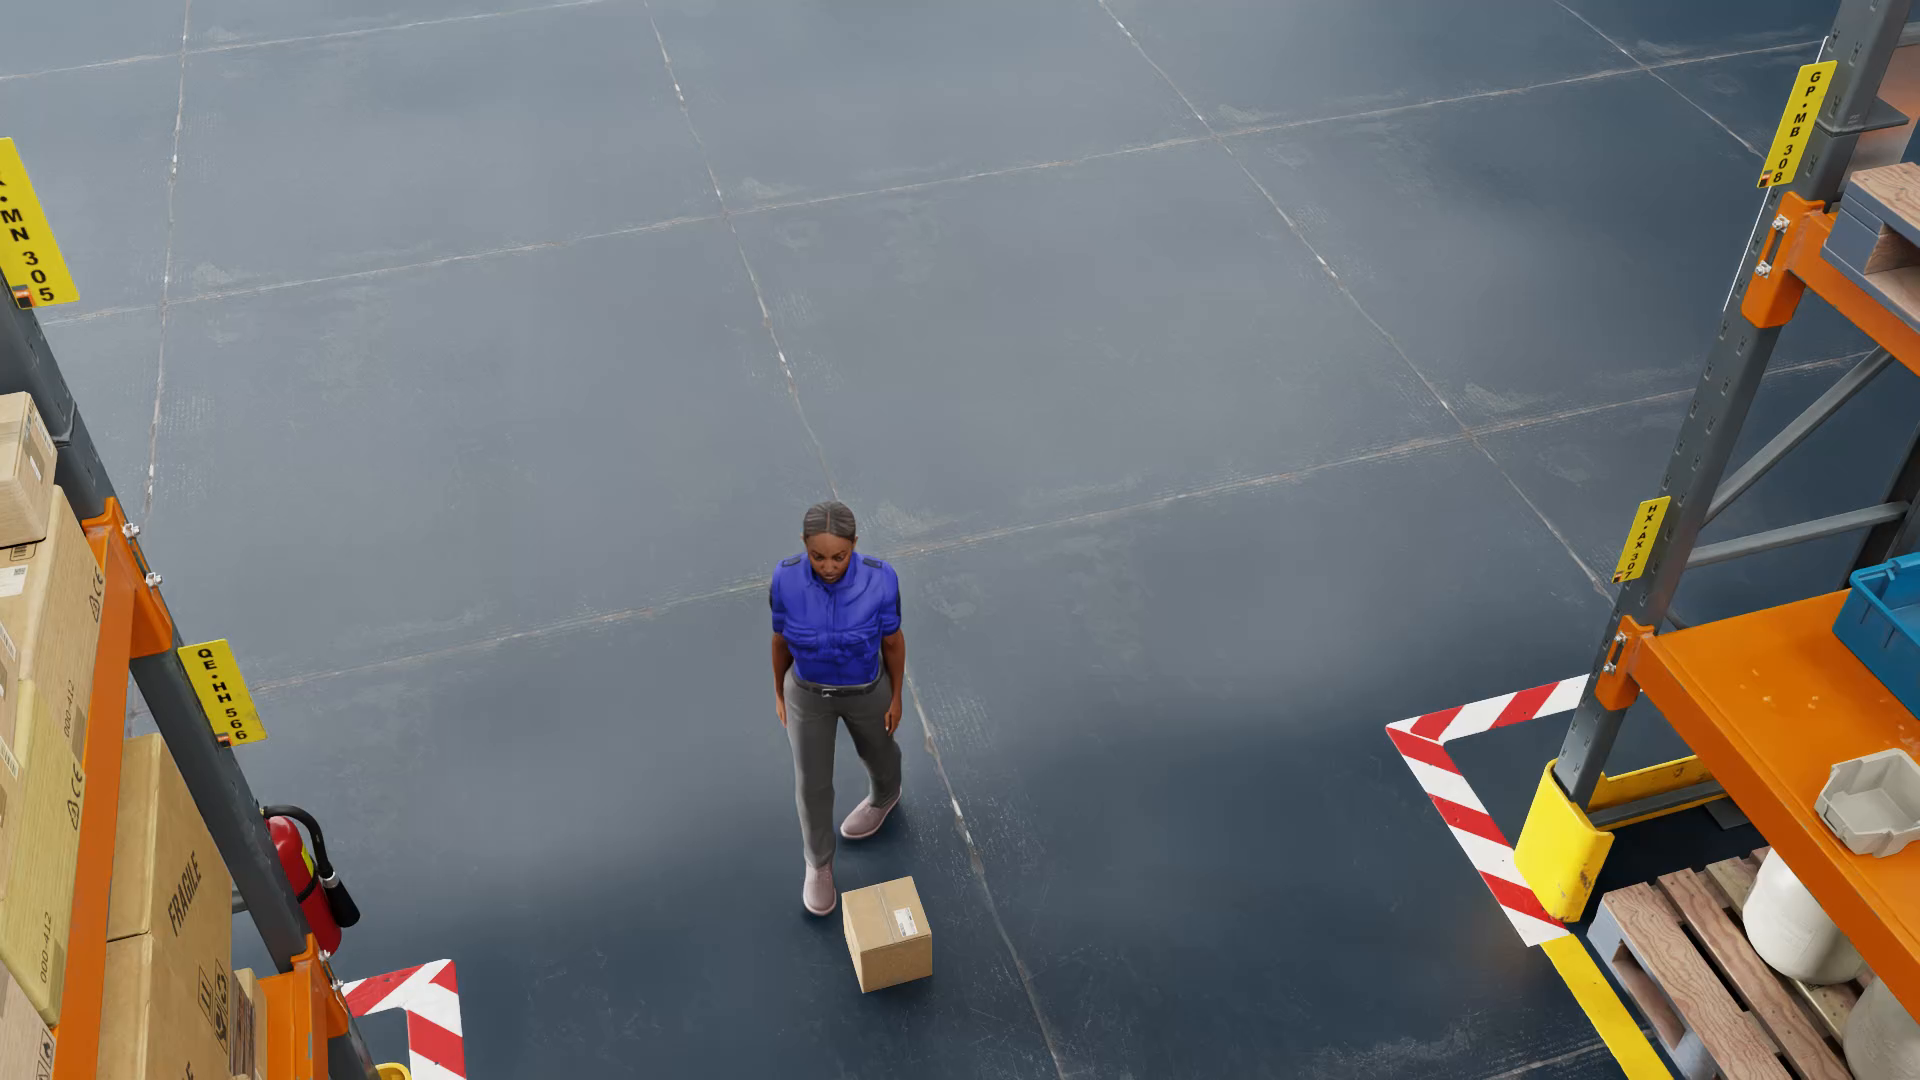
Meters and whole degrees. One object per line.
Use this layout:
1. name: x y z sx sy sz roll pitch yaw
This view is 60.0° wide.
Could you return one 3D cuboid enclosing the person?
1. person: -0.405 0.542 5.564 0.446 1.660 0.600 1 43 1
